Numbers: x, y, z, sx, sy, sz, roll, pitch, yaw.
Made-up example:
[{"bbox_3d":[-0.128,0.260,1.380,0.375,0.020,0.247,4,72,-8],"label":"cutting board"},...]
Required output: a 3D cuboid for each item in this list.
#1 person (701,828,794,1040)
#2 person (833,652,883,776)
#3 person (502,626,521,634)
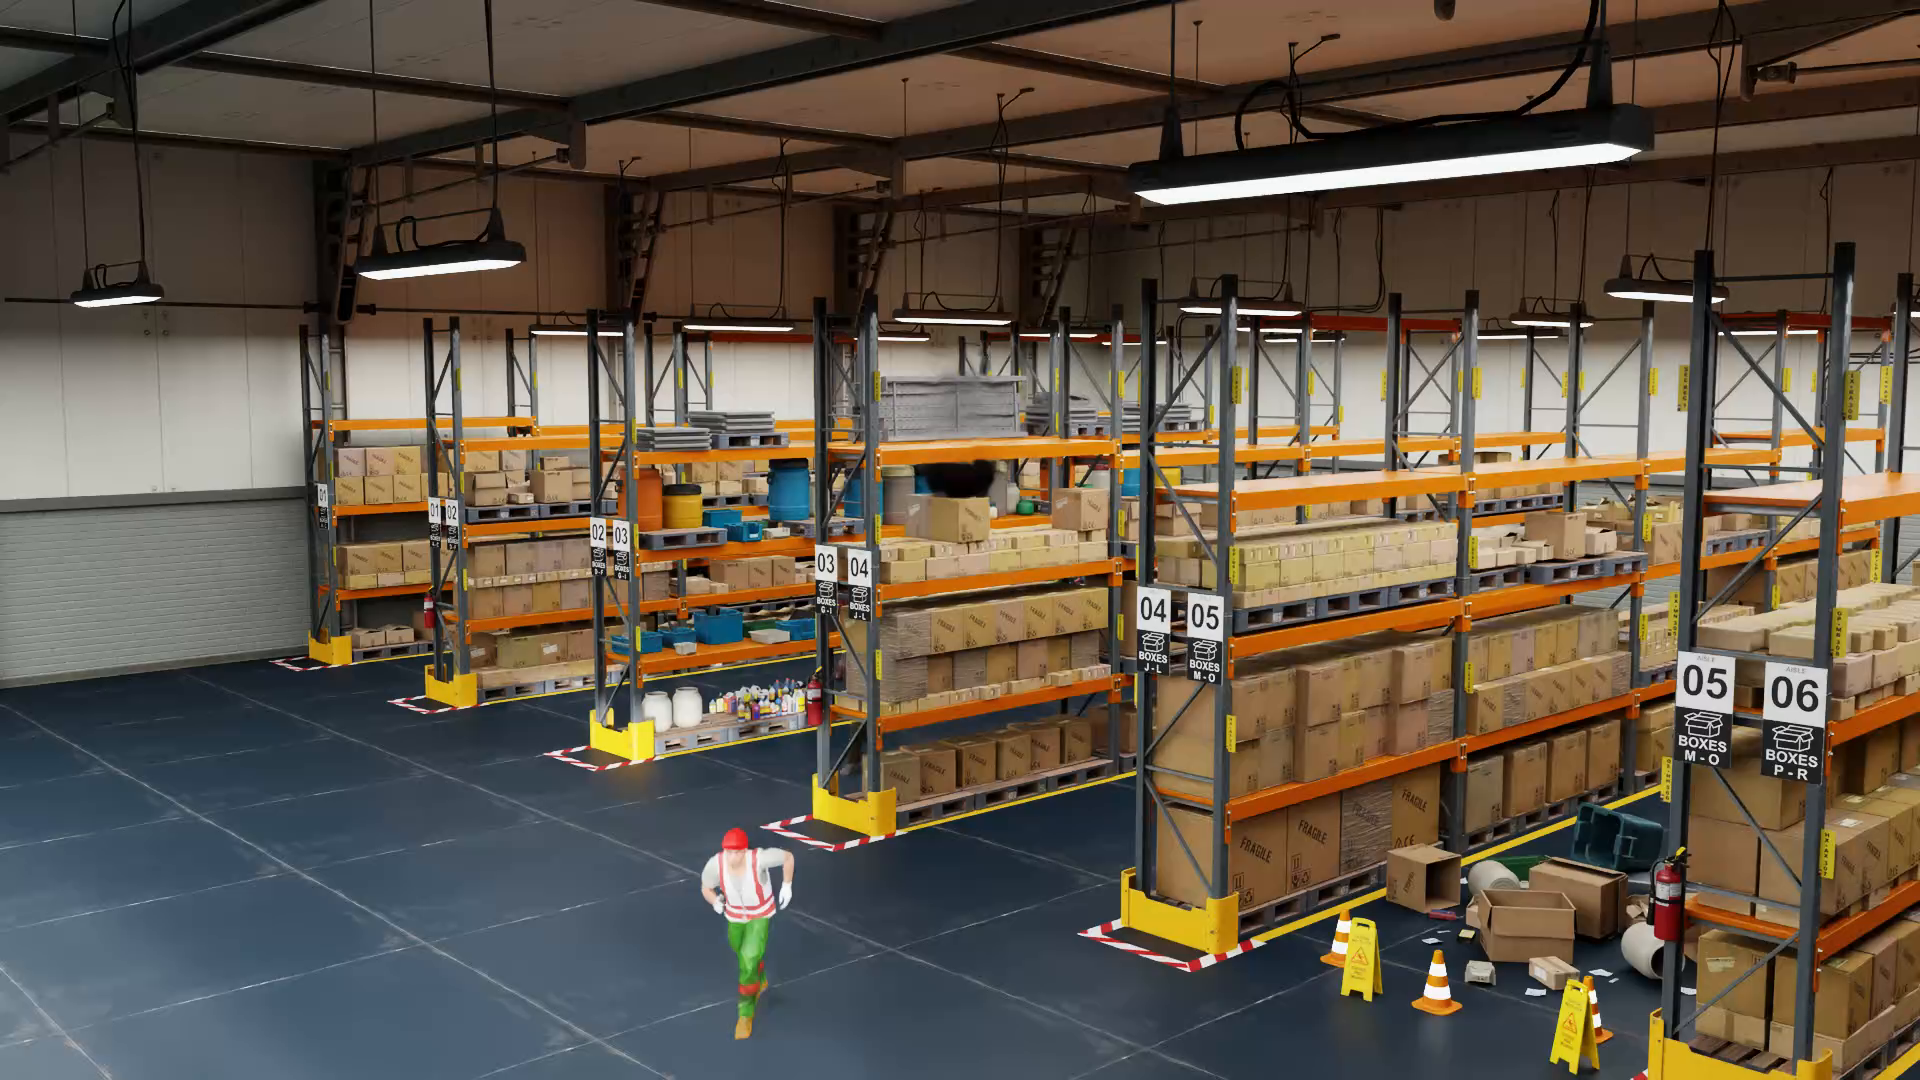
[{"bbox_3d":[-1.657,3.032,13.161,0.707,1.722,1.027,1,6,7],"label":"person"},{"bbox_3d":[-1.296,2.076,21.582,0.707,1.798,1.009,4,7,35],"label":"person"},{"bbox_3d":[-7.655,1.470,28.700,0.509,1.648,0.728,5,8,42],"label":"person"}]
